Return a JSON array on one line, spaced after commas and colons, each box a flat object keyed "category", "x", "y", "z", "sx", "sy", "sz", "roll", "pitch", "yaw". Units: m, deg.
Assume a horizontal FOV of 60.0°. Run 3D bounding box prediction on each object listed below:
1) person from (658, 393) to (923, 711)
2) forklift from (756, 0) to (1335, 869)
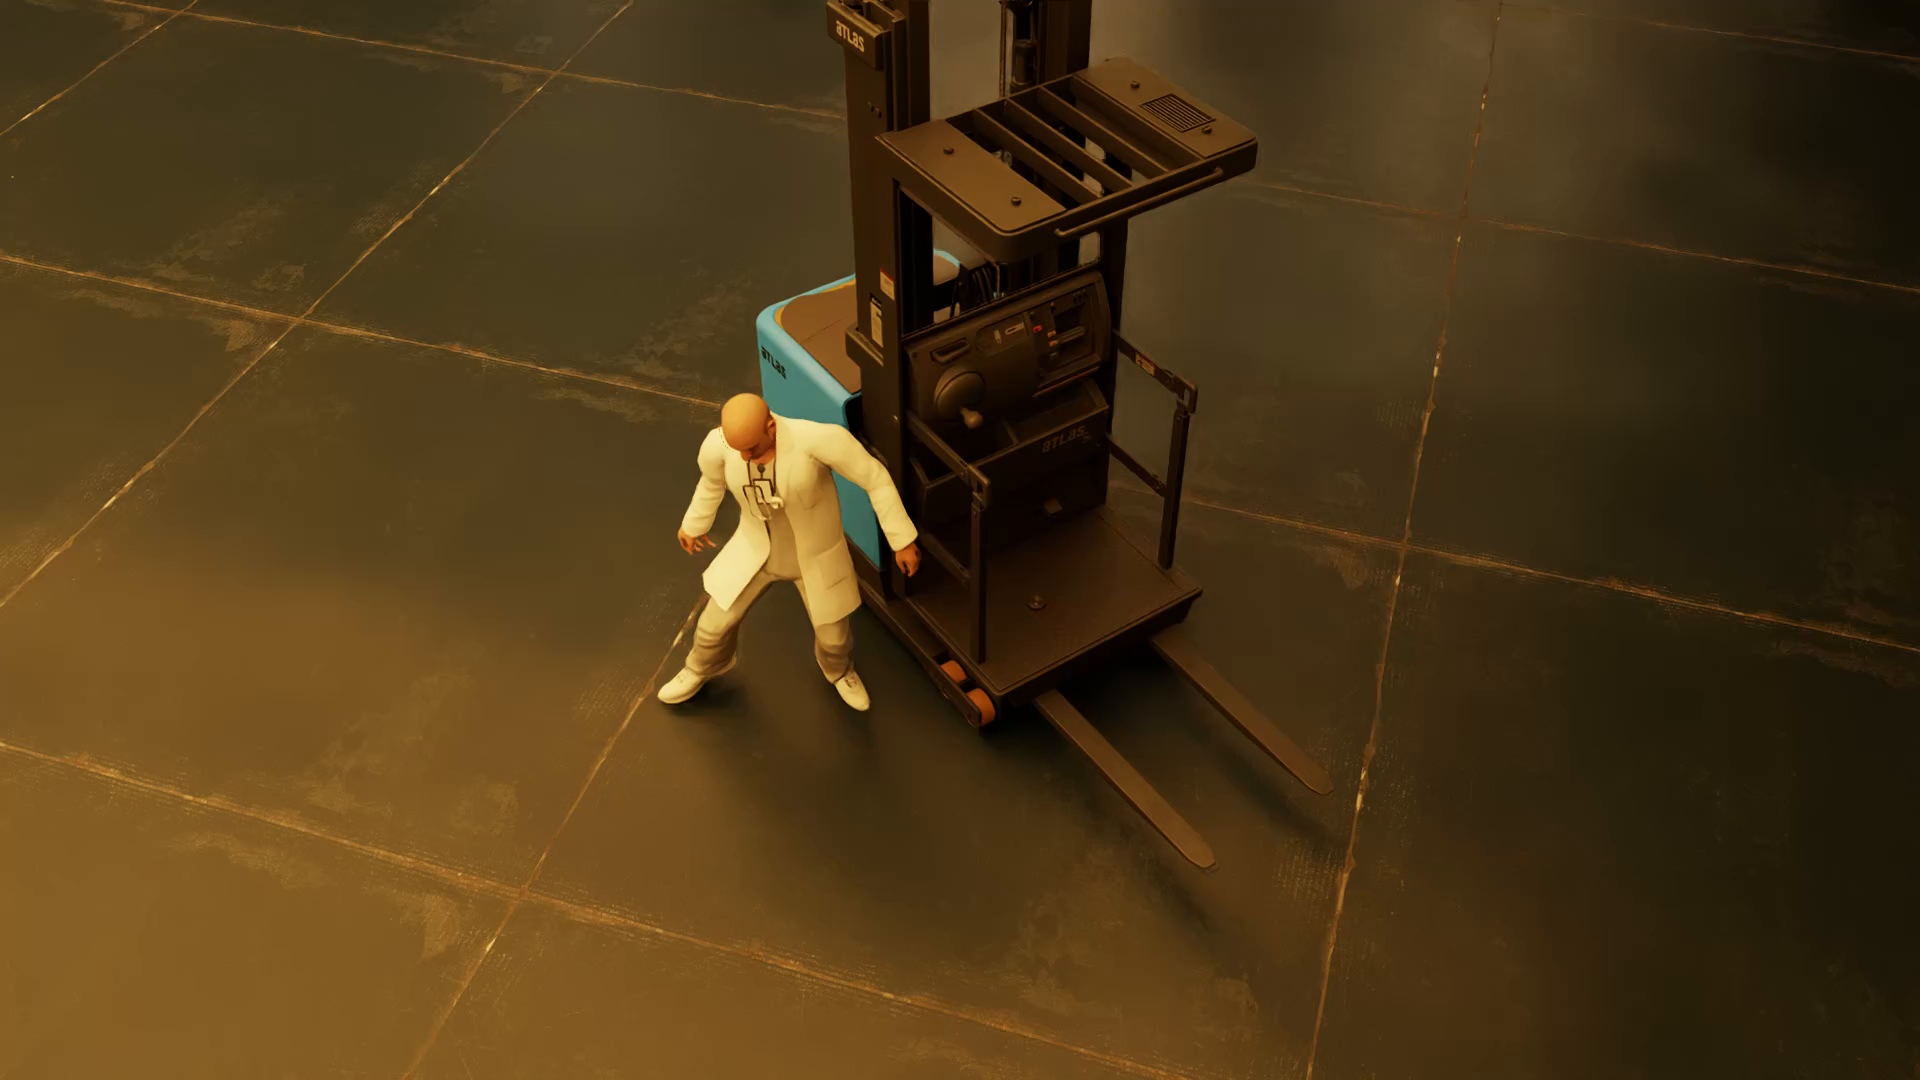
[{"category": "person", "x": -0.701, "y": 0.050, "z": 6.562, "sx": 1.138, "sy": 1.712, "sz": 0.494, "roll": 6, "pitch": 43, "yaw": 6}, {"category": "forklift", "x": 0.328, "y": -0.661, "z": 6.399, "sx": 1.130, "sy": 2.935, "sz": 3.031, "roll": -25, "pitch": 48, "yaw": -25}]
